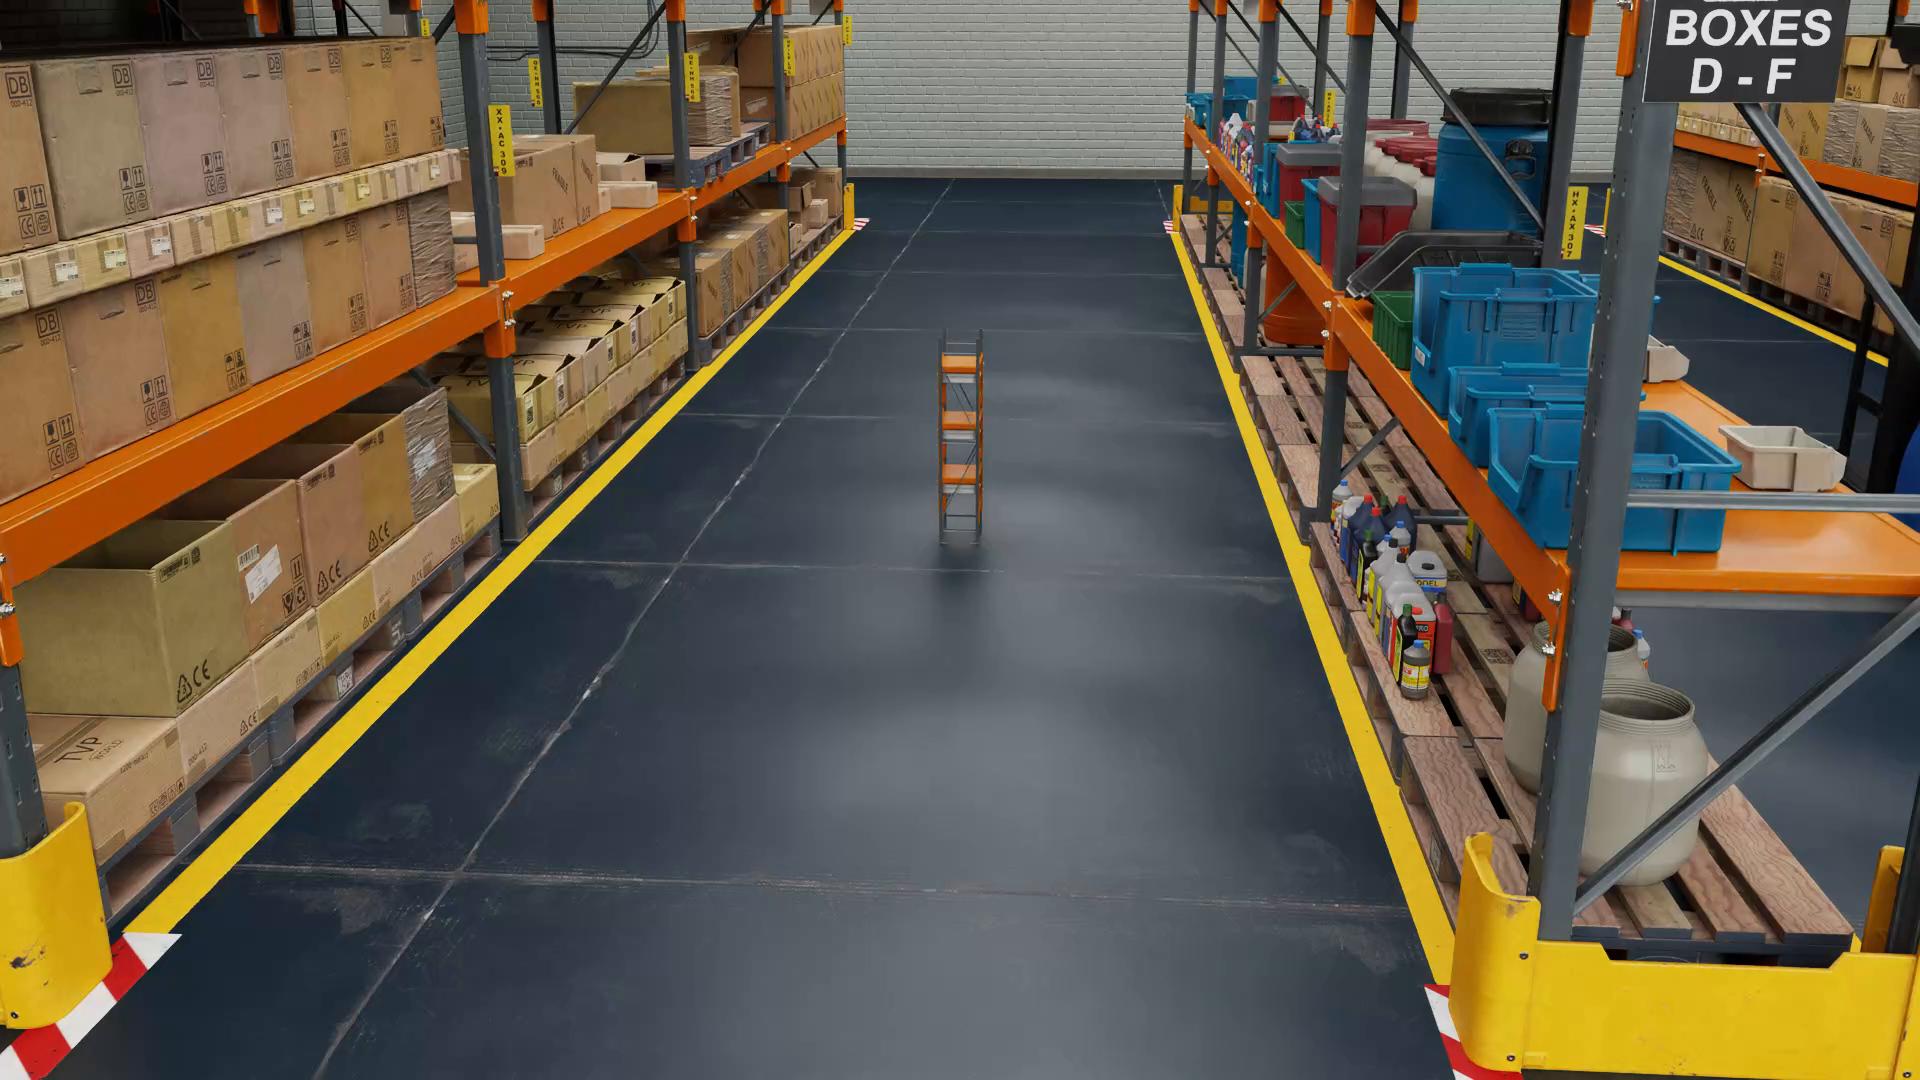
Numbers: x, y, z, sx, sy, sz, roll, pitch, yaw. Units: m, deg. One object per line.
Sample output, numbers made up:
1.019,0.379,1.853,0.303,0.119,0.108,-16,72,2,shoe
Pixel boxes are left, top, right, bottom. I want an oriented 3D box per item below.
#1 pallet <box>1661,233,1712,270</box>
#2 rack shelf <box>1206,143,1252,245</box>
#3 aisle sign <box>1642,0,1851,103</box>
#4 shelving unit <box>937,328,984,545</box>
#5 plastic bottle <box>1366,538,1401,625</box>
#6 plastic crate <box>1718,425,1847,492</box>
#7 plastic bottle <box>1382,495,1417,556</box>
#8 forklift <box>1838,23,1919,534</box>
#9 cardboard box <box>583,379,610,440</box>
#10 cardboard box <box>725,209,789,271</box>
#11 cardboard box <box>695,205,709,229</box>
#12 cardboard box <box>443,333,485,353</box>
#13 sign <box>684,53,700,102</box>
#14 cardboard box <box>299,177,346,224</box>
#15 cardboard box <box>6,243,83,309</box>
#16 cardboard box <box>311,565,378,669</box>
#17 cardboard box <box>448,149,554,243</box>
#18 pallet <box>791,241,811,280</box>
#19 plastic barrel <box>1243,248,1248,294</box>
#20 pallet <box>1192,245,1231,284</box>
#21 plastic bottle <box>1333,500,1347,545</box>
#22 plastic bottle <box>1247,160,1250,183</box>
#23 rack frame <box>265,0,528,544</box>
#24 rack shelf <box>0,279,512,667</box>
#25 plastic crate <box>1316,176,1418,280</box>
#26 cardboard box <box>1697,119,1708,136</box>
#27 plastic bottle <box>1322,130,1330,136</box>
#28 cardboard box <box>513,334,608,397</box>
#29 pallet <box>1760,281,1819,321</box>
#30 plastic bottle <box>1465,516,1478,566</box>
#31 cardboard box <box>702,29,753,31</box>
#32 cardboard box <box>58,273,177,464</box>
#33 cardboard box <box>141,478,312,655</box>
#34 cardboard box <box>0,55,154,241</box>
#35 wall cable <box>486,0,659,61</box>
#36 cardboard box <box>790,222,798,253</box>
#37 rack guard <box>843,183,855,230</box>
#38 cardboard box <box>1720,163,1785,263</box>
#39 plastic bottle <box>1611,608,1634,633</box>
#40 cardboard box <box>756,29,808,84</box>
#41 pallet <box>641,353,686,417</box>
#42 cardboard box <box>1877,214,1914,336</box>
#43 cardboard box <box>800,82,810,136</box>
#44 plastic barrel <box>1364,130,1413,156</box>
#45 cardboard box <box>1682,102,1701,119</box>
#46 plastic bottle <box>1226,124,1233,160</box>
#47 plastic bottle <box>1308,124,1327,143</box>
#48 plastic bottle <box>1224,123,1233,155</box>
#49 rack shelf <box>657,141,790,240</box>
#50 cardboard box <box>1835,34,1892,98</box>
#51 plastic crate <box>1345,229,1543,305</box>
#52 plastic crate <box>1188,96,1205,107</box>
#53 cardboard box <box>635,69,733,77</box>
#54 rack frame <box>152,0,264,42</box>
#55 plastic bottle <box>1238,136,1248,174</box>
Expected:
7.968,-2.987,17.199,1.003,0.211,1.213,1,18,4,pallet
2.667,-2.845,13.443,1.077,0.370,4.000,1,18,4,rack shelf
1.648,-1.301,3.400,0.394,0.787,0.004,1,18,4,aisle sign
0.004,-0.516,8.310,0.215,1.050,0.252,1,18,4,shelving unit
1.721,0.158,6.670,0.144,0.351,0.185,1,18,3,plastic bottle
2.335,-0.226,4.720,0.298,0.136,0.250,1,18,4,plastic crate
1.908,-0.029,7.242,0.144,0.351,0.185,1,18,4,plastic bottle
4.869,-1.298,7.677,1.130,2.935,3.031,3,18,8,forklift
-2.356,-0.767,9.689,0.500,0.250,0.500,1,18,2,cardboard box
-1.880,-2.781,15.402,0.500,0.500,0.500,1,18,4,cardboard box
-2.480,-2.842,14.382,0.500,0.250,0.500,1,18,4,cardboard box
-2.892,-1.043,9.631,0.500,0.311,0.500,1,18,4,cardboard box
-1.863,-3.216,11.562,0.100,0.325,0.005,1,18,4,sign
-2.602,-1.307,6.393,0.380,0.149,0.250,2,18,5,cardboard box
-2.732,-0.748,4.685,0.380,0.149,0.250,1,18,2,cardboard box
-2.621,0.287,6.472,0.500,0.250,0.500,1,18,4,cardboard box
-2.595,-1.884,9.196,0.500,0.500,0.500,3,18,8,cardboard box
-2.080,-2.808,16.653,1.003,0.211,1.213,1,18,4,pallet
2.574,-2.263,13.834,0.421,0.512,0.421,0,18,0,plastic barrel
2.824,-2.712,16.361,1.003,0.211,1.213,1,18,4,pallet
1.769,-0.082,7.643,0.097,0.201,0.097,0,18,0,plastic bottle
2.177,-2.744,12.298,0.097,0.201,0.097,0,18,0,plastic bottle
-2.704,-1.435,7.985,1.000,3.000,0.127,1,18,4,rack frame
-2.847,-0.472,6.202,1.077,0.370,4.000,1,18,4,rack shelf
1.966,-1.511,8.114,0.402,0.464,0.583,1,18,4,plastic crate
7.537,-4.079,16.458,0.380,0.149,0.250,1,18,3,cardboard box
3.015,-3.236,13.679,0.152,0.276,0.135,1,18,4,plastic bottle
-2.349,-1.033,9.600,0.500,0.311,0.500,1,18,2,cardboard box
7.770,-2.131,14.587,1.003,0.211,1.213,1,18,4,pallet
2.334,-0.070,7.368,0.144,0.351,0.185,1,18,4,plastic bottle
-2.318,-4.764,16.380,0.500,0.500,0.500,1,18,3,cardboard box
-2.912,-0.548,5.118,0.700,0.500,0.500,2,18,5,cardboard box
-2.673,0.085,5.882,0.500,0.500,0.500,1,18,4,cardboard box
-2.908,-1.181,4.967,0.700,0.500,0.500,1,18,2,cardboard box
-6.023,-8.395,24.579,3.097,2.526,0.112,1,18,4,wall cable
-1.885,-2.977,16.301,0.500,0.311,0.500,1,18,4,cardboard box
-1.849,-3.951,19.677,1.175,0.500,0.348,1,18,4,rack guard
7.877,-3.091,15.775,0.875,0.875,0.875,1,18,4,cardboard box
2.425,0.375,6.118,0.061,0.283,0.133,2,18,5,plastic bottle
-1.779,-4.743,16.313,0.500,0.500,0.500,1,18,2,cardboard box
-2.515,-1.097,11.433,1.003,0.211,1.213,1,18,4,pallet
7.534,-1.859,12.017,1.225,0.875,0.875,0,18,1,cardboard box
-1.789,-4.279,16.503,0.500,0.500,0.500,2,18,5,cardboard box
2.662,-2.295,10.429,0.421,0.512,0.421,0,18,0,plastic barrel
7.631,-4.387,16.757,0.500,0.250,0.500,1,18,3,cardboard box
2.294,-3.372,14.085,0.061,0.283,0.133,1,18,4,plastic bottle
2.830,-3.111,13.180,0.144,0.351,0.185,1,18,4,plastic bottle
2.335,-3.463,14.380,0.097,0.271,0.097,0,18,0,plastic bottle
-2.274,-2.957,13.784,1.077,0.370,4.000,1,18,4,rack shelf
7.713,-4.023,14.112,0.797,0.503,0.637,1,18,2,cardboard box
2.072,-1.134,7.167,0.767,0.338,0.504,1,18,4,plastic crate
2.703,-4.725,18.200,0.416,0.233,0.300,1,18,4,plastic crate
-2.374,-3.810,14.397,0.700,0.500,0.500,4,19,13,cardboard box
-7.072,-4.029,15.902,1.000,3.000,0.127,1,18,4,rack frame
2.209,-3.000,12.950,0.061,0.283,0.133,1,18,4,plastic bottle
